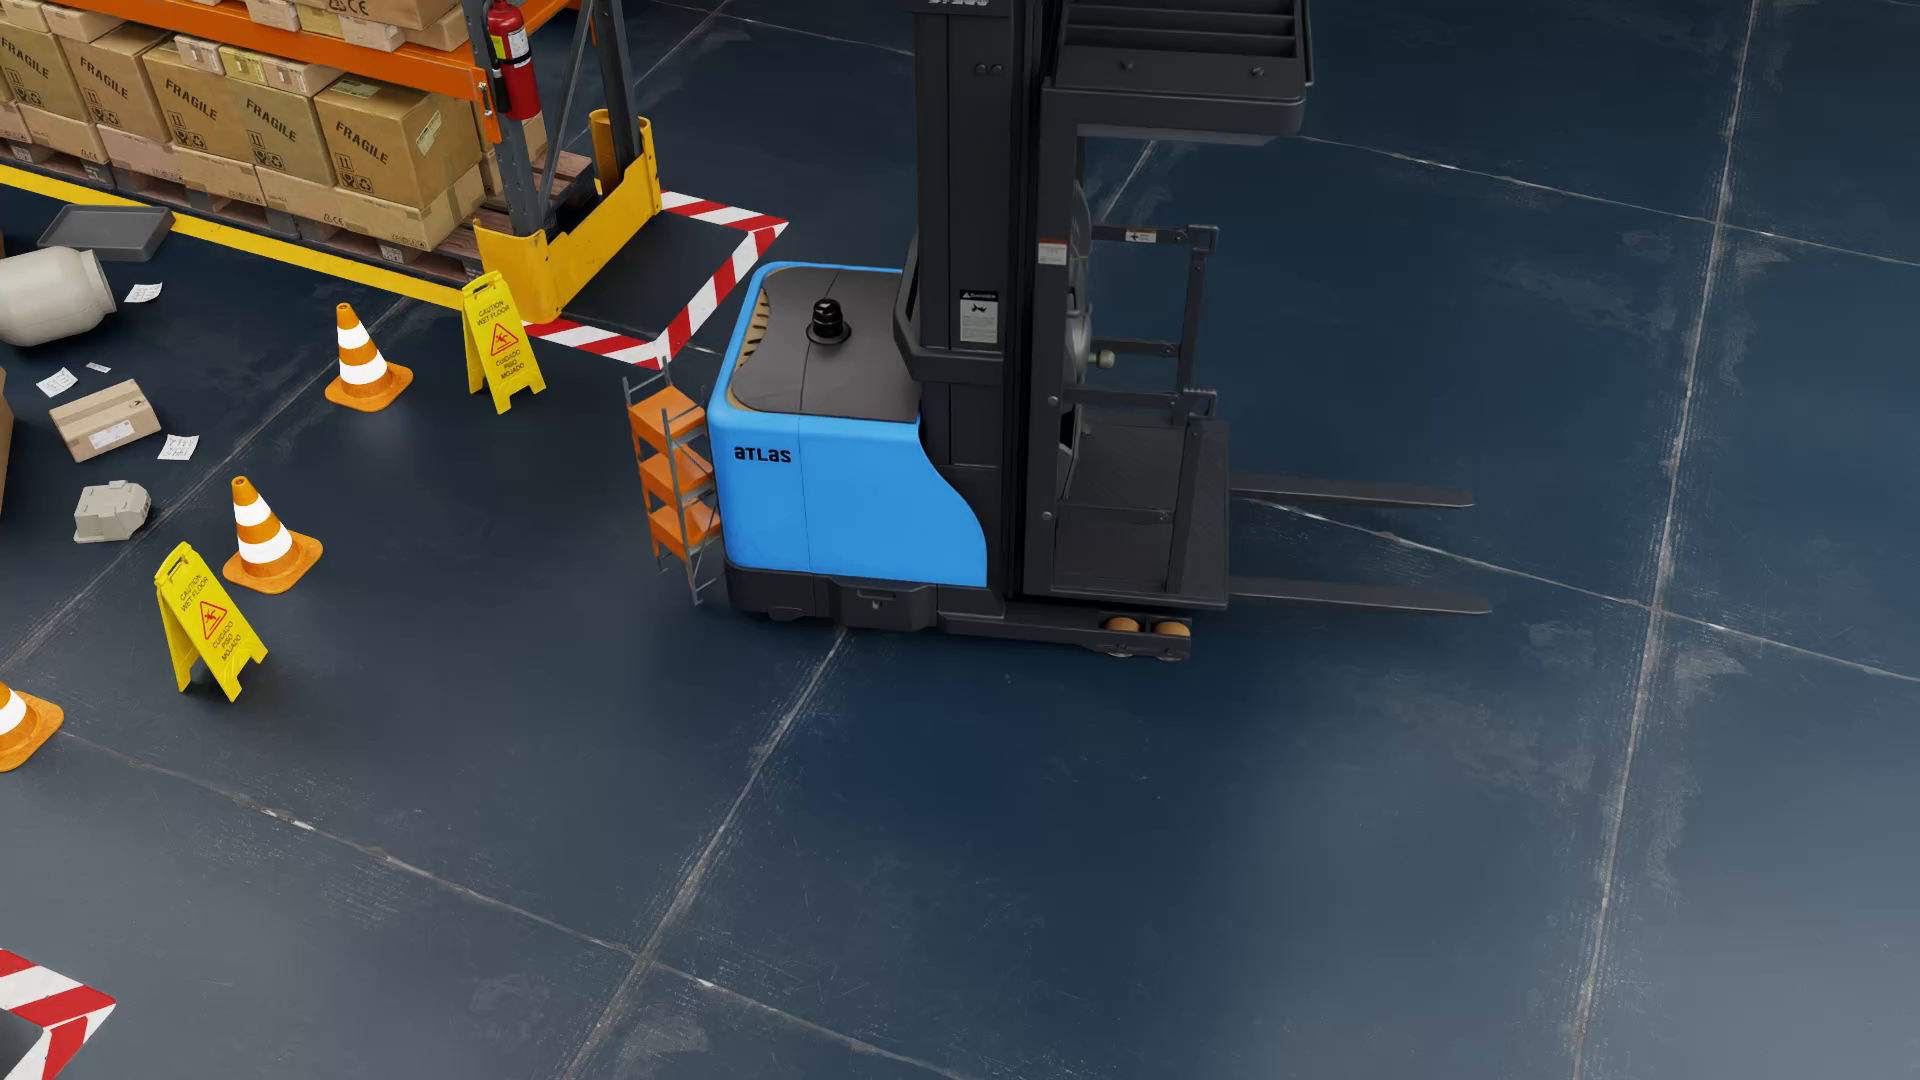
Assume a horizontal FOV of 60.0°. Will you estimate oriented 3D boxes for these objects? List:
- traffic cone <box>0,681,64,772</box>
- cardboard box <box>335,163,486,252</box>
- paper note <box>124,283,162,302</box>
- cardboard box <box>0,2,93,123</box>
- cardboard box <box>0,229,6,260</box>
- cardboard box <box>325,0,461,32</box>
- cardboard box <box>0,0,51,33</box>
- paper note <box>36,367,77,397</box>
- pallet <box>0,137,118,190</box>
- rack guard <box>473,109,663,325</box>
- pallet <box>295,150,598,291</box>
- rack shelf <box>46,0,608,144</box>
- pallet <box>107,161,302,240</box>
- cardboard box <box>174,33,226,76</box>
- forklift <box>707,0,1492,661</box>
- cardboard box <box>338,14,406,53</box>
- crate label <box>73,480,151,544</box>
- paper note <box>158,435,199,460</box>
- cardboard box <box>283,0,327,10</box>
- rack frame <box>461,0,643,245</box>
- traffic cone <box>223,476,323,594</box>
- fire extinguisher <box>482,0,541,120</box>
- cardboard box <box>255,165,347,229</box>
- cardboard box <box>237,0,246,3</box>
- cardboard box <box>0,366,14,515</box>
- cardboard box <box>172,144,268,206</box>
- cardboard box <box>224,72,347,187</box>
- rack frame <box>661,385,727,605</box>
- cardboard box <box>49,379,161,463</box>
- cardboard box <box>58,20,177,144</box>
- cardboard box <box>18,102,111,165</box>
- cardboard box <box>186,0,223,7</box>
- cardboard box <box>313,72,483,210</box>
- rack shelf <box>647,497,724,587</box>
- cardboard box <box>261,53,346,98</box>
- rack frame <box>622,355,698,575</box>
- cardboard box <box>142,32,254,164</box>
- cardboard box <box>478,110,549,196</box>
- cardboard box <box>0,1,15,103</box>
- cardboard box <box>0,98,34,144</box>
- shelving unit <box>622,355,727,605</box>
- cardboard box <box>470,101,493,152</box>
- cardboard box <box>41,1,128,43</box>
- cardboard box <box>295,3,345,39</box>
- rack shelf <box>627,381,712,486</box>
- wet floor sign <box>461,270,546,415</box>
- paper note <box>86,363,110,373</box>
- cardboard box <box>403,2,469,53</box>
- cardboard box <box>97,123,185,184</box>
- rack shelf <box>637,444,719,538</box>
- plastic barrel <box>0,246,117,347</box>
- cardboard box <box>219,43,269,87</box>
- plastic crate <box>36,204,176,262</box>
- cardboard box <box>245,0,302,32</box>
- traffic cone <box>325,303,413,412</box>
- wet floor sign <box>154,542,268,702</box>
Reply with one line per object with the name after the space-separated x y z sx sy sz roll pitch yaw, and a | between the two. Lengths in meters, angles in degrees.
-3.637 0.569 6.189 0.334 0.463 0.336 16 47 16 | traffic cone
-2.753 -1.737 8.359 0.500 0.250 0.500 16 47 16 | cardboard box
-4.082 -1.239 8.313 0.148 0.019 0.142 2 45 2 | paper note
-4.634 -2.564 8.659 0.500 0.500 0.500 18 48 17 | cardboard box
-5.108 -1.536 8.276 0.500 0.500 0.500 -20 48 -19 | cardboard box
-2.488 -2.621 7.314 0.500 0.500 0.500 16 47 15 | cardboard box
-4.565 -2.720 8.357 0.250 0.149 0.380 18 48 17 | cardboard box
-4.246 -0.744 7.823 0.142 0.019 0.148 33 54 29 | paper note
-4.940 -2.450 9.402 1.213 0.211 1.003 16 47 16 | pallet
-1.952 -1.646 8.389 0.348 0.500 1.175 16 47 16 | rack guard
-2.688 -1.787 8.736 1.213 0.211 1.003 16 47 16 | pallet
-3.727 -2.800 8.286 4.000 0.370 1.077 16 47 16 | rack shelf
-3.810 -2.120 9.070 1.213 0.211 1.003 16 47 16 | pallet
-3.559 -2.428 8.063 0.250 0.149 0.380 18 48 18 | cardboard box
0.611 -0.956 5.971 3.031 2.935 1.130 5 45 5 | forklift
-2.585 -2.381 7.534 0.250 0.149 0.380 16 47 15 | cardboard box
-3.638 -0.132 7.125 0.298 0.136 0.250 -5 45 -5 | crate label
-3.520 -0.420 7.489 0.142 0.019 0.148 2 45 2 | paper note
-2.949 -2.760 7.454 0.500 0.500 0.500 17 47 16 | cardboard box
-1.881 -2.512 7.487 0.127 3.000 1.000 16 47 16 | rack frame
-2.889 -0.074 6.836 0.334 0.463 0.336 16 47 16 | traffic cone
-1.953 -2.153 7.181 0.183 0.674 0.296 16 47 16 | fire extinguisher
-3.206 -1.876 8.499 0.500 0.250 0.500 17 47 16 | cardboard box
-3.245 -2.676 7.830 0.250 0.149 0.380 17 47 16 | cardboard box
-4.477 -0.456 7.190 0.637 0.503 0.797 -12 46 -12 | cardboard box
-3.691 -2.014 8.639 0.500 0.250 0.500 15 47 14 | cardboard box
-3.204 -2.139 8.232 0.500 0.500 0.500 18 48 17 | cardboard box
-1.018 -0.154 6.498 0.200 1.050 0.008 -34 54 -29 | rack frame
-3.868 -0.542 7.528 0.380 0.149 0.250 -28 51 -25 | cardboard box
-4.156 -2.422 8.517 0.500 0.500 0.500 19 48 18 | cardboard box
-4.636 -2.298 8.924 0.500 0.250 0.500 19 48 18 | cardboard box
-3.516 -2.687 7.841 0.250 0.149 0.380 16 47 15 | cardboard box
-2.721 -1.999 8.092 0.500 0.500 0.500 17 47 16 | cardboard box
-1.101 -0.011 6.764 0.215 0.259 0.240 -34 54 -29 | rack shelf
-3.086 -2.285 7.919 0.250 0.149 0.380 18 48 17 | cardboard box
-1.186 -0.278 6.624 0.200 1.050 0.008 -34 54 -29 | rack frame
-3.667 -2.281 8.374 0.500 0.500 0.500 15 47 15 | cardboard box
-2.519 -2.085 8.709 0.500 0.250 0.500 16 47 16 | cardboard box
-5.133 -2.702 8.798 0.500 0.500 0.500 19 48 18 | cardboard box
-5.133 -2.436 9.062 0.500 0.250 0.500 14 47 14 | cardboard box
-1.102 -0.216 6.561 0.215 1.050 0.252 -34 54 -29 | shelving unit
-2.542 -2.357 8.451 0.500 0.500 0.500 15 47 15 | cardboard box
-4.316 -2.649 8.285 0.250 0.149 0.380 19 48 18 | cardboard box
-2.814 -2.465 7.618 0.250 0.149 0.380 16 47 15 | cardboard box
-1.103 -0.410 6.369 0.215 0.259 0.240 -34 54 -29 | rack shelf
-2.118 -0.929 7.565 0.232 0.644 0.267 33 54 29 | wet floor sign
-4.097 -0.820 7.906 0.123 0.001 0.032 16 47 16 | paper note
-2.309 -2.385 7.537 0.250 0.149 0.380 18 48 17 | cardboard box
-4.145 -2.156 8.781 0.500 0.250 0.500 16 47 15 | cardboard box
-1.102 -0.208 6.569 0.215 0.259 0.240 -34 54 -29 | rack shelf
-4.371 -1.174 7.968 0.512 0.421 0.421 -20 48 -19 | plastic barrel
-3.317 -2.356 7.990 0.250 0.149 0.380 17 47 16 | cardboard box
-4.440 -1.603 8.643 0.583 0.080 0.402 2 45 2 | plastic crate
-3.063 -2.515 7.668 0.250 0.149 0.380 17 47 17 | cardboard box
-2.775 -0.889 7.655 0.334 0.463 0.336 16 47 16 | traffic cone
-2.905 0.292 6.338 0.232 0.644 0.267 9 46 9 | wet floor sign
